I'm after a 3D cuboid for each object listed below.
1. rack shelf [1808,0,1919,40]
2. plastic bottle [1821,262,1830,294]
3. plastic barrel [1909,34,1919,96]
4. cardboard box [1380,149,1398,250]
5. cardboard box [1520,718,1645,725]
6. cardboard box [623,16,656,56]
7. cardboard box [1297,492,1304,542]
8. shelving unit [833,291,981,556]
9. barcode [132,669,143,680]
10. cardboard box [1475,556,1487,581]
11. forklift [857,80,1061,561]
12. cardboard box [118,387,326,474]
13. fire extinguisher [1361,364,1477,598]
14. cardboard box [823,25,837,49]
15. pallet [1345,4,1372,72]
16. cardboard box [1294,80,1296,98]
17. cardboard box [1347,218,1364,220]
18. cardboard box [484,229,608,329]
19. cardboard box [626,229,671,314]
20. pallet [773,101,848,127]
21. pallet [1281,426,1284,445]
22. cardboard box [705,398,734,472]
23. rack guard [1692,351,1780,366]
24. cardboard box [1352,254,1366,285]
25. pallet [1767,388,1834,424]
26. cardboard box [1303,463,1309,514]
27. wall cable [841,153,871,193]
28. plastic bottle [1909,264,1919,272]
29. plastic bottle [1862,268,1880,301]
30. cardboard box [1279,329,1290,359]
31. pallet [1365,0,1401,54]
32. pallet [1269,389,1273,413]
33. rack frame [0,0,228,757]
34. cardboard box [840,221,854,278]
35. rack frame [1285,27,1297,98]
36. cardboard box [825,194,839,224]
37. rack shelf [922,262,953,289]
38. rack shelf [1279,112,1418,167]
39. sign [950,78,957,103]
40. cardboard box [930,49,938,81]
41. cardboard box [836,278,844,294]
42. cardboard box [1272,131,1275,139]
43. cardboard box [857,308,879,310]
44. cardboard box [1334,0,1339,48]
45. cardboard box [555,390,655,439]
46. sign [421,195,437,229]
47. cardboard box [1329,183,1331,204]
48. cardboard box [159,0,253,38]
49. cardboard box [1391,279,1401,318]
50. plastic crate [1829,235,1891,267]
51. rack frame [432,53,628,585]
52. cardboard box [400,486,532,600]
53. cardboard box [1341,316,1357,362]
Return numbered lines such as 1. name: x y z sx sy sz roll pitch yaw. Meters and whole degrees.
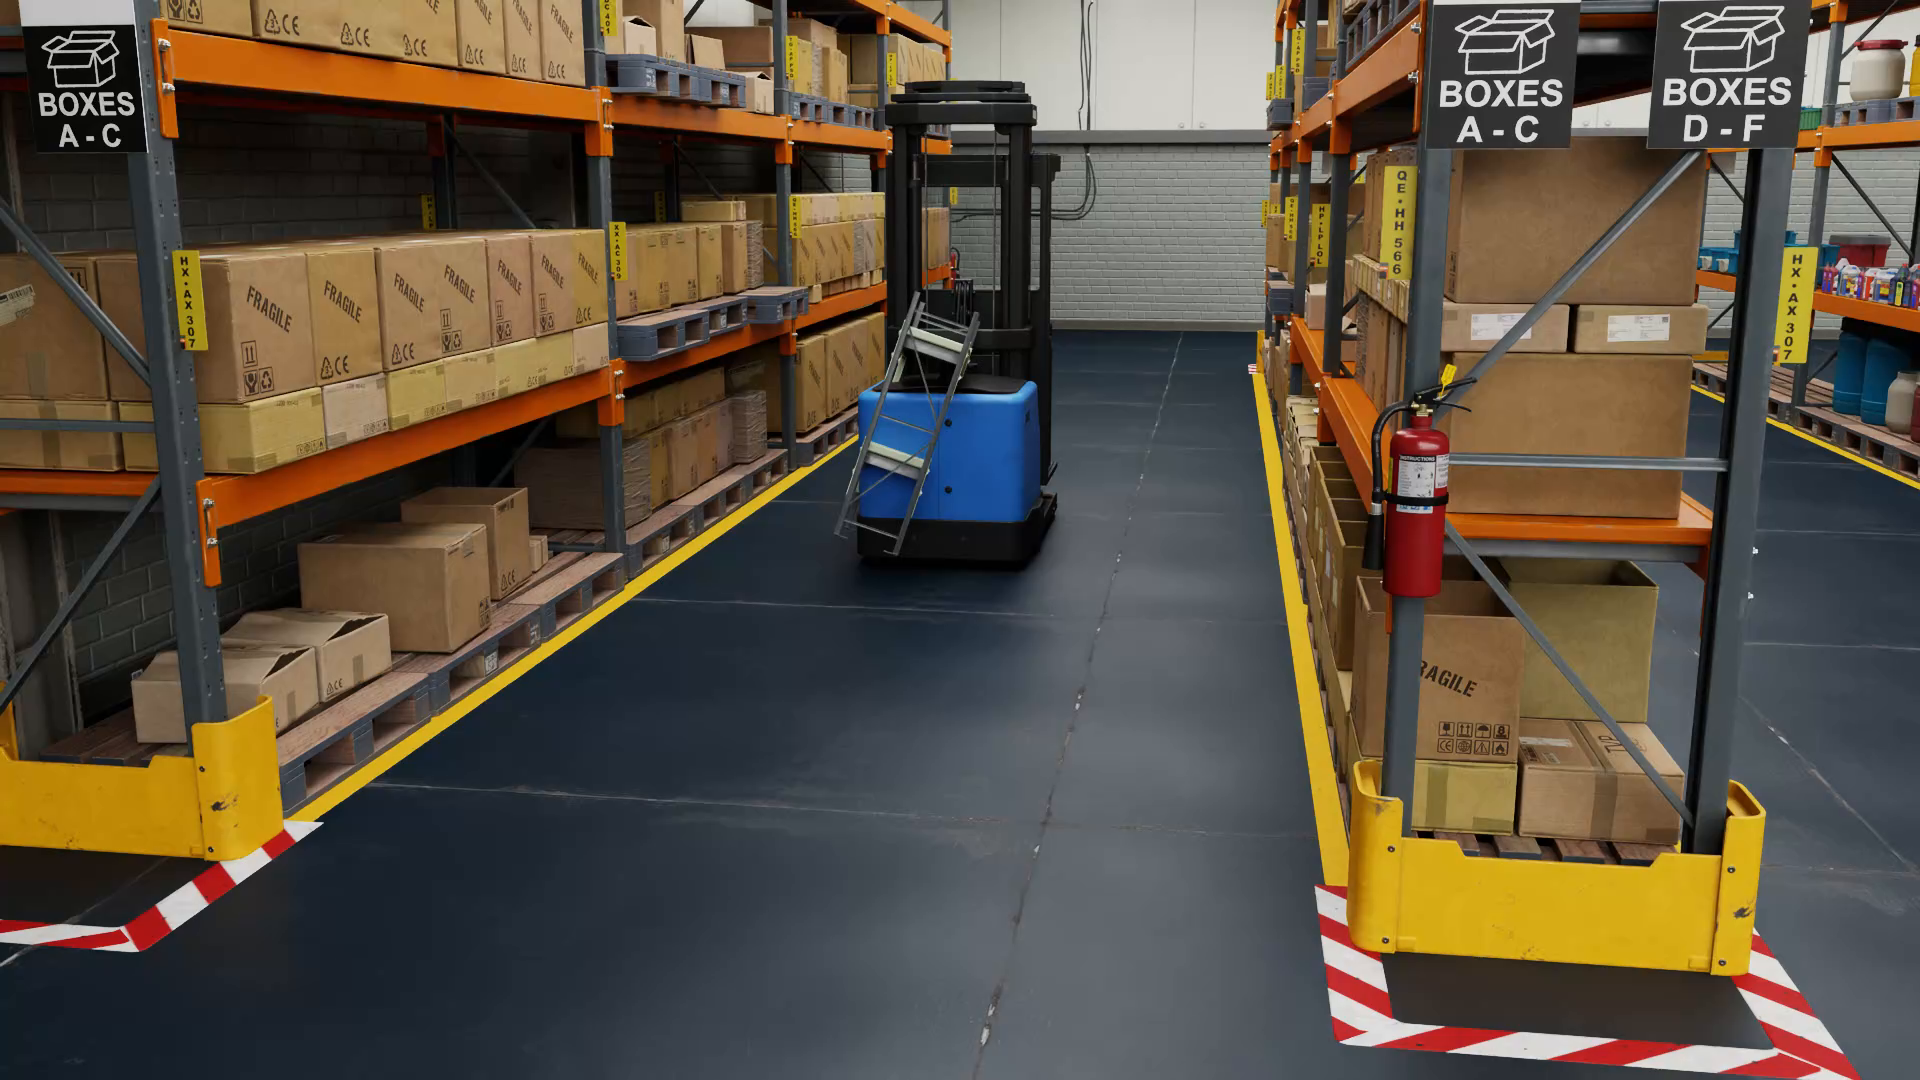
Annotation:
1. rack shelf: 8.866 -5.362 17.172 1.077 0.370 4.000 2 12 9
2. plastic bottle: 8.080 -2.441 15.476 0.061 0.283 0.133 2 12 9
3. plastic barrel: 8.618 -4.127 14.462 0.600 0.588 0.600 0 12 0
4. cardboard box: 2.218 -1.437 7.226 0.700 0.500 0.500 2 12 9
5. cardboard box: 2.194 0.707 6.125 0.500 0.250 0.500 2 12 9
6. cardboard box: -2.204 -3.084 10.276 0.500 0.311 0.500 2 12 10
7. cardboard box: 2.291 -0.118 9.953 0.500 0.250 0.500 2 12 8
8. shelving unit: -0.308 -0.700 10.107 0.431 1.500 0.755 19 4 0
9. barcode: -3.274 0.554 6.621 0.001 0.075 0.075 2 12 9
10. cardboard box: 2.260 0.236 6.530 0.500 0.500 0.500 2 12 9
11. forklift: 0.092 -1.564 11.294 1.130 2.935 3.031 2 12 8
12. cardboard box: -2.688 -0.411 6.090 0.500 0.250 0.500 2 12 7
13. fire extinguisher: 1.341 -0.176 4.875 0.296 0.674 0.183 2 12 9
14. cardboard box: -1.496 -4.799 15.961 0.500 0.250 0.500 3 12 13
15. pallet: 2.328 -2.301 7.640 1.003 0.211 1.213 2 12 9
16. cardboard box: 3.471 -4.469 16.660 0.500 0.250 0.500 2 12 9
17. cardboard box: 3.364 -2.462 14.064 0.700 0.500 0.500 4 13 19
18. cardboard box: -2.229 -1.411 8.948 0.500 0.500 0.500 2 12 9
19. cardboard box: -2.257 -1.701 10.484 0.700 0.500 0.500 3 13 14
20. pallet: -1.631 -3.791 14.794 1.003 0.211 1.213 2 12 11
21. pallet: 3.391 -0.933 14.823 1.003 0.211 1.213 2 12 9
22. cardboard box: -2.100 -0.787 12.413 0.700 0.500 0.500 2 12 9
23. rack guard: 9.164 -2.177 19.906 1.175 0.500 0.348 2 12 9
24. cardboard box: 2.201 -1.373 8.466 0.380 0.149 0.250 2 12 9
25. pallet: 8.633 -1.352 16.764 1.003 0.211 1.213 2 12 9
26. cardboard box: 2.213 -0.285 9.396 0.500 0.311 0.500 2 12 9
27. wall cable: -1.354 -4.508 22.379 0.084 1.984 1.851 2 12 9
28. plastic bottle: 8.817 -2.407 15.338 0.152 0.276 0.135 2 12 9
29. plastic bottle: 7.968 -2.223 14.483 0.152 0.276 0.135 2 12 9
30. cardboard box: 3.195 -1.780 15.244 0.500 0.250 0.500 2 12 9
31. pallet: 2.138 -2.048 6.465 1.003 0.211 1.213 2 12 9
32. pallet: 3.771 -1.501 17.459 1.003 0.211 1.213 2 12 9
33. rack frame: -3.077 -0.383 5.652 1.000 3.000 0.127 2 12 9
34. cardboard box: -1.279 -2.666 15.254 0.500 0.500 0.500 2 12 10
35. rack frame: 3.664 -5.654 15.870 1.000 3.000 0.127 2 12 9
36. cardboard box: -1.367 -2.922 14.659 0.500 0.250 0.500 2 12 9
37. rack shelf: -0.924 -2.946 19.251 1.077 0.370 4.000 2 12 9
38. rack shelf: 3.356 -3.420 14.330 1.077 0.370 4.000 2 12 9
39. sign: -0.082 -5.554 20.611 0.100 0.325 0.005 2 12 9
40. cardboard box: -0.547 -5.463 19.443 0.500 0.500 0.500 2 12 10
41. cardboard box: -1.294 -2.371 15.423 0.380 0.149 0.250 2 12 10
42. cardboard box: 3.859 -4.745 19.127 0.500 0.250 0.500 2 12 9
43. cardboard box: -0.997 -2.634 19.493 0.380 0.149 0.250 2 12 9
44. cardboard box: 3.122 -3.984 12.627 0.500 0.500 0.500 2 12 9
45. cardboard box: -2.301 -0.821 10.793 0.500 0.250 0.500 2 12 7
46. sign: -3.011 -1.799 9.474 0.100 0.325 0.005 2 12 9
47. cardboard box: 4.093 -3.456 17.298 0.500 0.500 0.500 1 12 7
48. cardboard box: -2.778 -1.970 5.609 0.500 0.500 0.500 2 12 10
49. cardboard box: 1.887 -0.945 6.481 0.380 0.149 0.250 2 12 10
50. plastic crate: 8.943 -2.799 16.566 0.402 0.464 0.583 2 12 9
51. rack frame: -2.462 -1.216 9.516 1.000 3.000 0.127 2 12 9
52. cardboard box: -2.582 0.008 8.725 0.500 0.500 0.500 1 12 4
53. cardboard box: 2.387 -1.180 9.666 0.396 0.266 0.258 2 12 7
